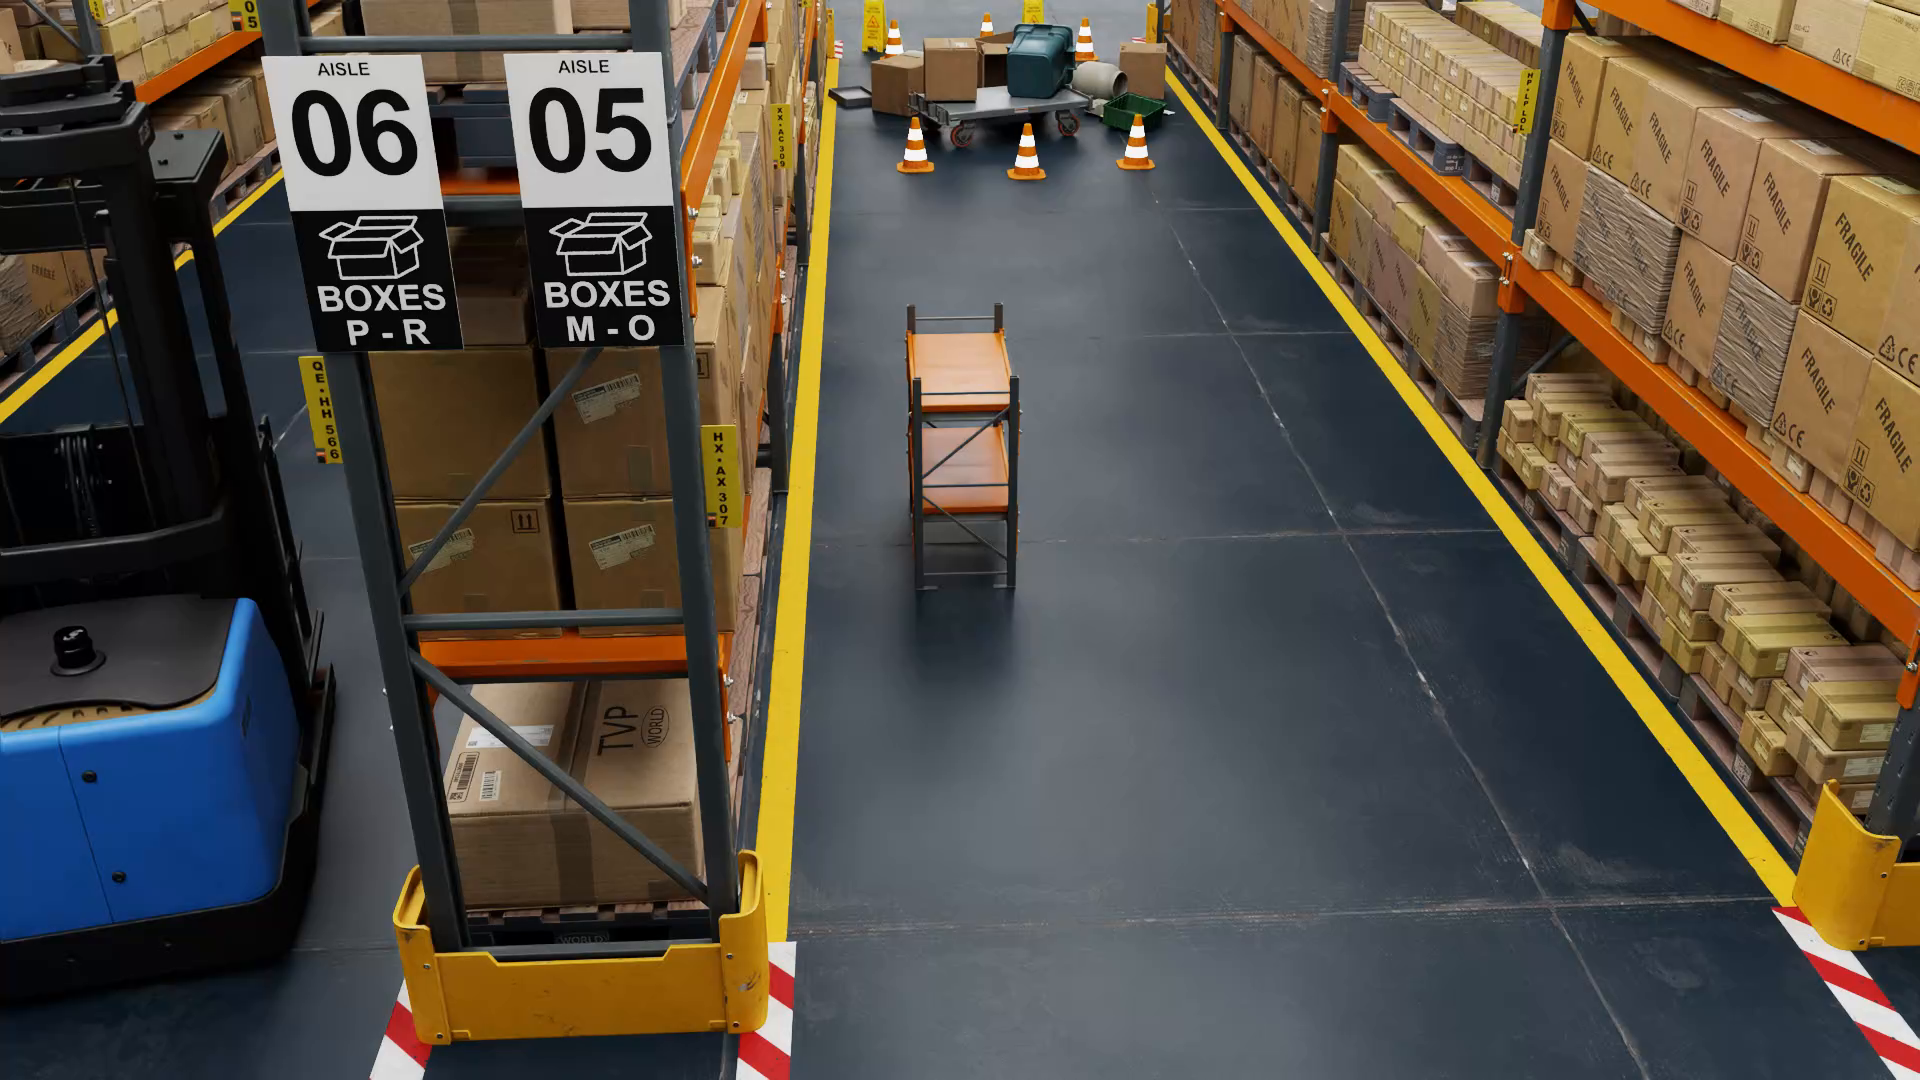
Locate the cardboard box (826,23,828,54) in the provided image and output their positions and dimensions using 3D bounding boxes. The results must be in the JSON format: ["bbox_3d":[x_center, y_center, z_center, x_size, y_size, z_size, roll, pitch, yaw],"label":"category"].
[{"bbox_3d":[-1.770,-5.732,19.015,0.500,0.250,0.500,-2,28,-3],"label":"cardboard box"}]

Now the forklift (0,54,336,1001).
[{"bbox_3d":[-3.236,-0.404,6.354,1.130,2.935,3.031,-7,28,-13],"label":"forklift"}]

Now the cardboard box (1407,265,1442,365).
[{"bbox_3d":[3.166,-1.417,10.473,0.500,0.500,0.500,-2,28,-4],"label":"cardboard box"}]

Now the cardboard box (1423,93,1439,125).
[{"bbox_3d":[3.179,-2.745,10.587,0.380,0.149,0.250,-2,28,-4],"label":"cardboard box"}]

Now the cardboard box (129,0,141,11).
[{"bbox_3d":[-6.398,-4.054,12.469,0.380,0.149,0.250,-1,28,-1],"label":"cardboard box"}]

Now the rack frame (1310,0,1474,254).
[{"bbox_3d":[3.273,-3.614,12.436,1.000,3.000,0.127,-1,28,-3],"label":"rack frame"}]

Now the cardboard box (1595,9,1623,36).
[{"bbox_3d":[7.830,-6.171,19.587,0.500,0.500,0.500,4,28,7],"label":"cardboard box"}]

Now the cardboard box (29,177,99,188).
[{"bbox_3d":[-6.343,-2.470,11.789,0.380,0.149,0.250,-3,28,-5],"label":"cardboard box"}]

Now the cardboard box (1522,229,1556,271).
[{"bbox_3d":[3.170,-1.517,8.686,0.380,0.149,0.250,0,28,-1],"label":"cardboard box"}]

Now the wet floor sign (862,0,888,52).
[{"bbox_3d":[-1.024,-6.212,19.963,0.267,0.644,0.232,8,29,15],"label":"wet floor sign"}]

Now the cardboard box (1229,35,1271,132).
[{"bbox_3d":[3.187,-4.366,15.855,1.050,0.750,0.750,-2,28,-3],"label":"cardboard box"}]

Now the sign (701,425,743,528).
[{"bbox_3d":[-0.692,-0.183,4.835,0.100,0.325,0.005,-1,28,-3],"label":"sign"}]

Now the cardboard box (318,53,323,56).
[{"bbox_3d":[-6.547,-4.593,16.291,0.500,0.250,0.500,-2,28,-3],"label":"cardboard box"}]

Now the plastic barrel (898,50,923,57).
[{"bbox_3d":[-0.463,-5.083,18.038,0.512,0.421,0.421,19,33,32],"label":"plastic barrel"}]

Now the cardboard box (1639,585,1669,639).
[{"bbox_3d":[3.317,0.323,7.516,0.380,0.149,0.250,-1,28,-2],"label":"cardboard box"}]

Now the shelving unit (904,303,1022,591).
[{"bbox_3d":[0.000,-0.496,8.484,0.538,1.125,1.048,-1,28,-3],"label":"shelving unit"}]

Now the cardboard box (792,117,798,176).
[{"bbox_3d":[-1.271,-2.451,10.367,0.500,0.250,0.500,-2,28,-3],"label":"cardboard box"}]

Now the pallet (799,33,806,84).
[{"bbox_3d":[-1.808,-3.689,12.787,1.213,0.211,1.003,-1,28,-3],"label":"pallet"}]

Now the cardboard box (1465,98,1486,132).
[{"bbox_3d":[3.221,-2.515,9.824,0.380,0.149,0.250,-2,28,-4],"label":"cardboard box"}]

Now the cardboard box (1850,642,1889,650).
[{"bbox_3d":[3.861,0.539,6.779,0.380,0.149,0.250,-1,28,-2],"label":"cardboard box"}]

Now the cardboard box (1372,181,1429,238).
[{"bbox_3d":[3.107,-2.237,11.234,0.500,0.250,0.500,-1,28,-2],"label":"cardboard box"}]

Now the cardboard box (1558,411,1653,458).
[{"bbox_3d":[3.311,-0.544,8.536,0.380,0.149,0.250,-2,28,-3],"label":"cardboard box"}]

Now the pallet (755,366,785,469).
[{"bbox_3d":[-1.571,-0.719,9.900,1.003,0.211,1.213,-1,28,-3],"label":"pallet"}]

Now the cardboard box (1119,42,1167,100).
[{"bbox_3d":[1.959,-5.046,17.882,0.500,0.500,0.500,3,28,6],"label":"cardboard box"}]

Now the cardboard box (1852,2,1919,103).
[{"bbox_3d":[3.369,-1.622,5.535,0.500,0.250,0.500,-1,28,-3],"label":"cardboard box"}]

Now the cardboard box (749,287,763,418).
[{"bbox_3d":[-1.091,-0.726,6.789,0.500,0.500,0.500,0,28,-1],"label":"cardboard box"}]

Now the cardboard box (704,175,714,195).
[{"bbox_3d":[-1.071,-1.183,5.883,0.380,0.149,0.250,-1,28,-2],"label":"cardboard box"}]

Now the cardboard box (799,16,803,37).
[{"bbox_3d":[-1.439,-4.064,13.115,0.380,0.149,0.250,-1,28,-2],"label":"cardboard box"}]

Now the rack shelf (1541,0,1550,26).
[{"bbox_3d":[3.378,-3.701,10.138,1.077,0.370,4.000,-1,28,-3],"label":"rack shelf"}]

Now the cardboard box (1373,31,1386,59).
[{"bbox_3d":[3.114,-3.467,11.650,0.380,0.149,0.250,0,28,0],"label":"cardboard box"}]

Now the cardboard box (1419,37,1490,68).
[{"bbox_3d":[3.174,-3.128,10.677,0.380,0.149,0.250,-1,28,-1],"label":"cardboard box"}]

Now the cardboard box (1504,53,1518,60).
[{"bbox_3d":[3.809,-3.128,11.000,0.380,0.149,0.250,-2,28,-3],"label":"cardboard box"}]

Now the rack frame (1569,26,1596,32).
[{"bbox_3d":[7.814,-7.382,19.659,1.000,3.000,0.127,-1,28,-3],"label":"rack frame"}]

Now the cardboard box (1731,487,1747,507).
[{"bbox_3d":[3.902,-0.194,7.864,0.380,0.149,0.250,-2,28,-4],"label":"cardboard box"}]

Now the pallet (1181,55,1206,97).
[{"bbox_3d":[3.036,-5.143,18.382,1.003,0.211,1.213,-1,28,-3],"label":"pallet"}]

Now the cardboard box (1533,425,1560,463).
[{"bbox_3d":[3.284,-0.531,8.832,0.380,0.149,0.250,-1,28,-2],"label":"cardboard box"}]

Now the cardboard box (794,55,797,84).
[{"bbox_3d":[-1.355,-3.149,11.165,0.500,0.250,0.500,-2,28,-4],"label":"cardboard box"}]

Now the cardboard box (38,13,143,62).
[{"bbox_3d":[-6.376,-3.693,12.208,0.500,0.250,0.500,-1,28,-3],"label":"cardboard box"}]

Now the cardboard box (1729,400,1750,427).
[{"bbox_3d":[3.413,-0.549,6.831,0.380,0.149,0.250,-3,28,-5],"label":"cardboard box"}]

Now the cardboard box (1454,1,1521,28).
[{"bbox_3d":[3.757,-3.737,11.846,0.380,0.149,0.250,-2,28,-5],"label":"cardboard box"}]

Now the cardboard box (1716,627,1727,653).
[{"bbox_3d":[3.438,0.423,7.002,0.380,0.149,0.250,-2,28,-3],"label":"cardboard box"}]

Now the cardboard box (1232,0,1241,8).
[{"bbox_3d":[2.823,-5.256,15.476,0.500,0.500,0.500,-1,28,-2],"label":"cardboard box"}]

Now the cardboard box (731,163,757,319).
[{"bbox_3d":[-1.083,-1.176,6.572,0.500,0.500,0.500,-1,28,-2],"label":"cardboard box"}]

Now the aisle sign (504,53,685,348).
[{"bbox_3d":[-0.954,-0.880,4.382,0.394,0.787,0.004,-1,28,-3],"label":"aisle sign"}]

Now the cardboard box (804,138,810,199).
[{"bbox_3d":[-1.731,-3.071,13.781,0.950,0.372,0.625,-2,28,-4],"label":"cardboard box"}]

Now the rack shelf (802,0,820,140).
[{"bbox_3d":[-1.769,-4.053,14.054,1.077,0.370,4.000,-1,28,-3],"label":"rack shelf"}]

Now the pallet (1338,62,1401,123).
[{"bbox_3d":[3.417,-3.202,11.854,1.213,0.211,1.003,-1,28,-3],"label":"pallet"}]

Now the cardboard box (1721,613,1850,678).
[{"bbox_3d":[3.314,0.422,6.682,0.380,0.149,0.250,-2,28,-4],"label":"cardboard box"}]

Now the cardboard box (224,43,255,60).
[{"bbox_3d":[-7.049,-4.807,16.160,0.500,0.250,0.500,-1,28,-2],"label":"cardboard box"}]

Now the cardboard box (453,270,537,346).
[{"bbox_3d":[-1.466,-0.690,4.938,0.380,0.149,0.250,-1,28,-2],"label":"cardboard box"}]

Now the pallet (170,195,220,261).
[{"bbox_3d":[-6.625,-2.471,13.260,1.003,0.211,1.213,-1,28,-3],"label":"pallet"}]

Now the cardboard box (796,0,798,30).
[{"bbox_3d":[-1.376,-3.703,11.417,0.500,0.500,0.500,-2,28,-4],"label":"cardboard box"}]
